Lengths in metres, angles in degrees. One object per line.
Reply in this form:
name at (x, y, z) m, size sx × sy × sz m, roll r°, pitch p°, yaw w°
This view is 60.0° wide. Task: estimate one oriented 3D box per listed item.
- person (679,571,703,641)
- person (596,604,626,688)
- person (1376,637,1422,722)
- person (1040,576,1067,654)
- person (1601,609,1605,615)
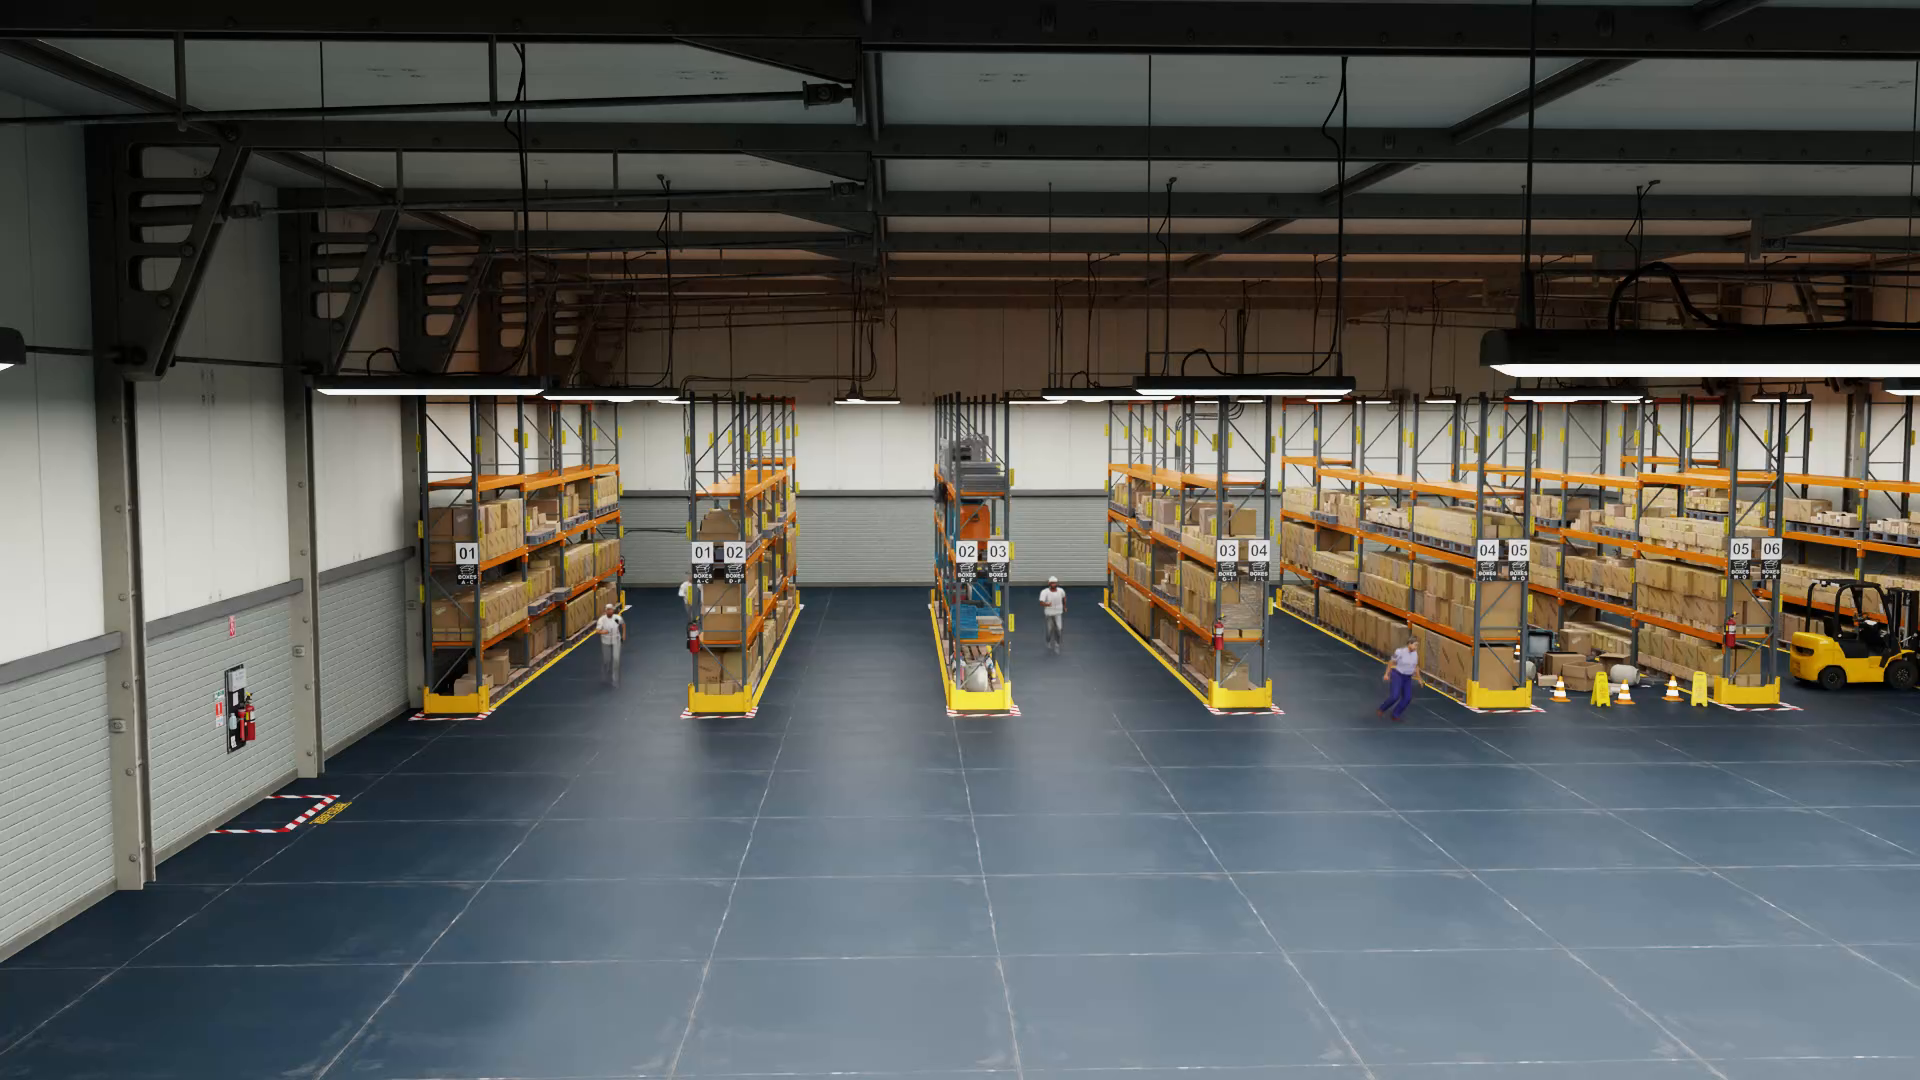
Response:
person at (-6.606, 1.608, 40.885) m, size 0.558 × 1.740 × 0.832 m, roll 0°, pitch 5°, yaw 4°
person at (-7.200, 2.153, 34.307) m, size 0.597 × 1.709 × 0.901 m, roll -1°, pitch 5°, yaw -11°
person at (7.966, 2.523, 30.150) m, size 0.741 × 1.565 × 0.606 m, roll -2°, pitch 5°, yaw -24°
person at (2.175, 1.747, 38.711) m, size 0.677 × 1.811 × 0.826 m, roll -1°, pitch 5°, yaw -7°
person at (17.178, 1.232, 45.275) m, size 0.695 × 1.742 × 0.948 m, roll -3°, pitch 5°, yaw -29°
